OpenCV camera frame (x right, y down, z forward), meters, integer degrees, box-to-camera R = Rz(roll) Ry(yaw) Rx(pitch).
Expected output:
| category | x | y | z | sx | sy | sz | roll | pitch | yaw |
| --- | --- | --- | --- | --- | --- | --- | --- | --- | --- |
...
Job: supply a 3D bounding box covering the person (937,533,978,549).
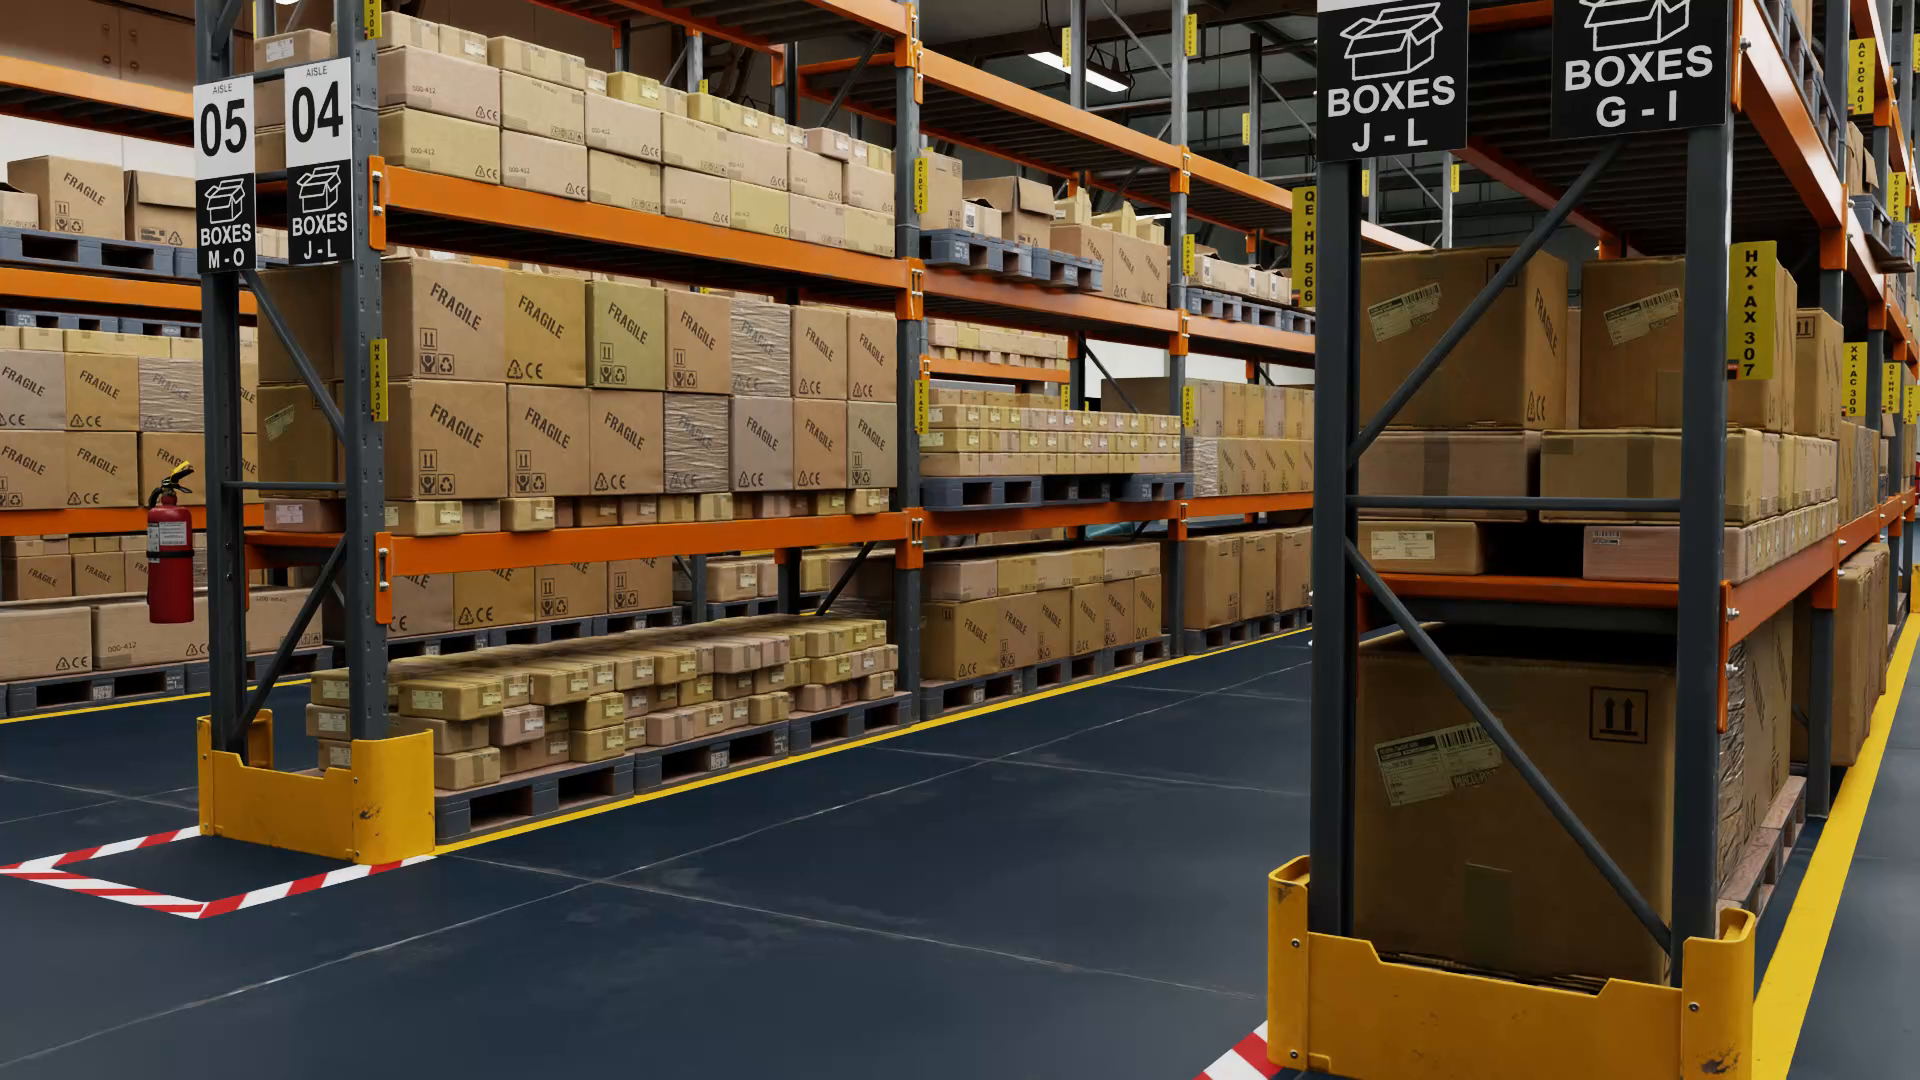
| category | x | y | z | sx | sy | sz | roll | pitch | yaw |
| --- | --- | --- | --- | --- | --- | --- | --- | --- | --- |
| person | -0.033 | -0.109 | 17.216 | 0.589 | 1.770 | 0.667 | -3 | 4 | -43 |
